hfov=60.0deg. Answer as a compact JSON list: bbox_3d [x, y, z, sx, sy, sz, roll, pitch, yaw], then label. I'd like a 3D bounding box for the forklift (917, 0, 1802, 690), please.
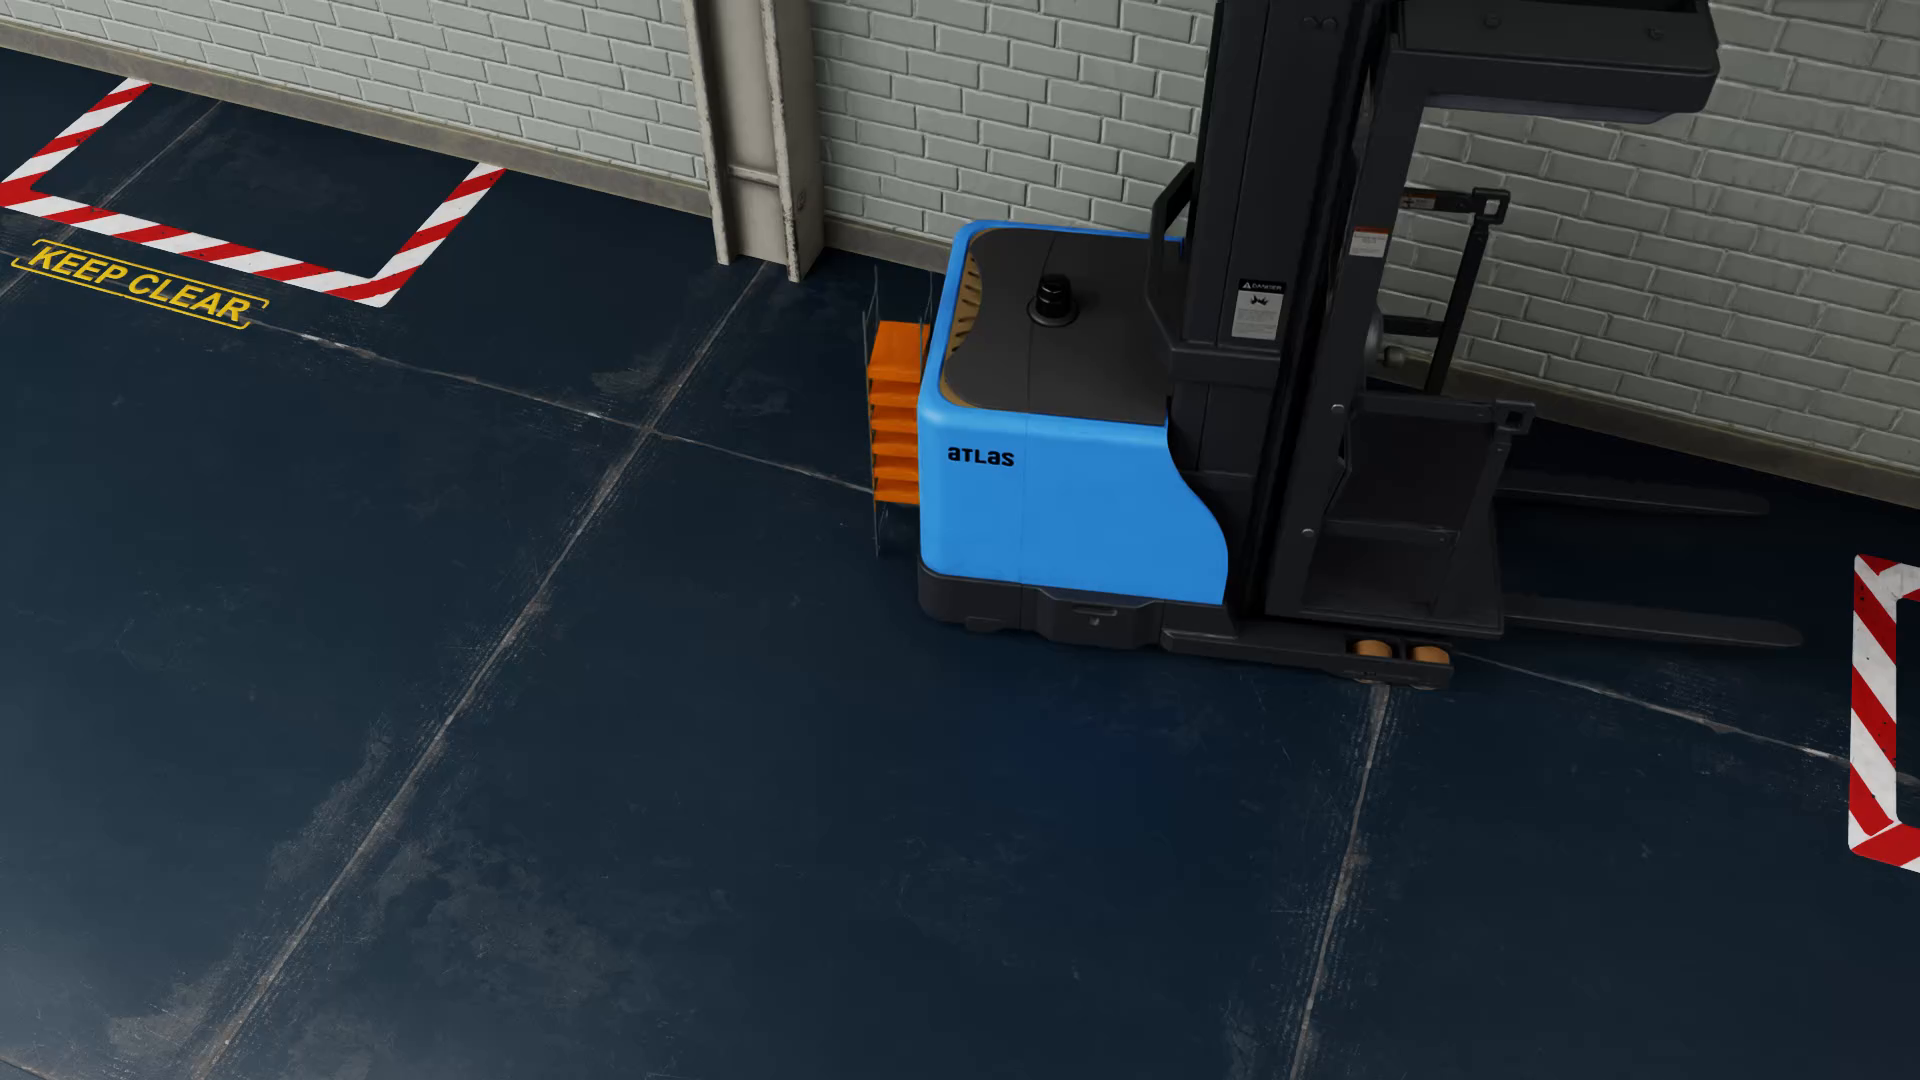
[{"bbox_3d":[1.410,-0.870,5.064,3.031,2.935,1.130,6,49,5],"label":"forklift"}]

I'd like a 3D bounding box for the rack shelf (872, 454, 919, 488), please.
[{"bbox_3d":[-0.201,-0.302,5.935,0.180,0.103,0.258,6,49,5],"label":"rack shelf"}]

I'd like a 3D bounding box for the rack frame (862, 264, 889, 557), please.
[{"bbox_3d":[-0.291,-0.419,5.820,0.006,1.200,0.240,6,49,5],"label":"rack frame"}]

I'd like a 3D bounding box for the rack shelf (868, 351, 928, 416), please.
[{"bbox_3d":[-0.201,-0.538,5.663,0.180,0.103,0.258,6,49,5],"label":"rack shelf"}]

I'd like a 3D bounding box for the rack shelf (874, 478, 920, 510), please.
[{"bbox_3d":[-0.201,-0.224,6.026,0.180,0.103,0.258,6,49,5],"label":"rack shelf"}]

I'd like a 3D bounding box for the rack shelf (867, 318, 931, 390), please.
[{"bbox_3d":[-0.201,-0.616,5.573,0.180,0.103,0.258,6,49,5],"label":"rack shelf"}]

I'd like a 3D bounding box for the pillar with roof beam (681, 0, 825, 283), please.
[{"bbox_3d":[-2.319,-1.172,1.311,0.400,9.000,9.100,16,51,13],"label":"pillar with roof beam"}]

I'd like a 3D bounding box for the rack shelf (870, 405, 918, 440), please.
[{"bbox_3d":[-0.201,-0.459,5.754,0.180,0.103,0.258,6,49,5],"label":"rack shelf"}]

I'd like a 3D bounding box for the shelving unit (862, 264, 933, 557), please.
[{"bbox_3d":[-0.201,-0.410,5.811,0.189,1.200,0.258,6,49,5],"label":"shelving unit"}]

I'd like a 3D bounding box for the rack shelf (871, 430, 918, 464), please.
[{"bbox_3d":[-0.201,-0.381,5.845,0.180,0.103,0.258,6,49,5],"label":"rack shelf"}]

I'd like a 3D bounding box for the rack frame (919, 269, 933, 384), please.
[{"bbox_3d":[-0.110,-0.400,5.803,0.006,1.200,0.240,6,49,5],"label":"rack frame"}]
